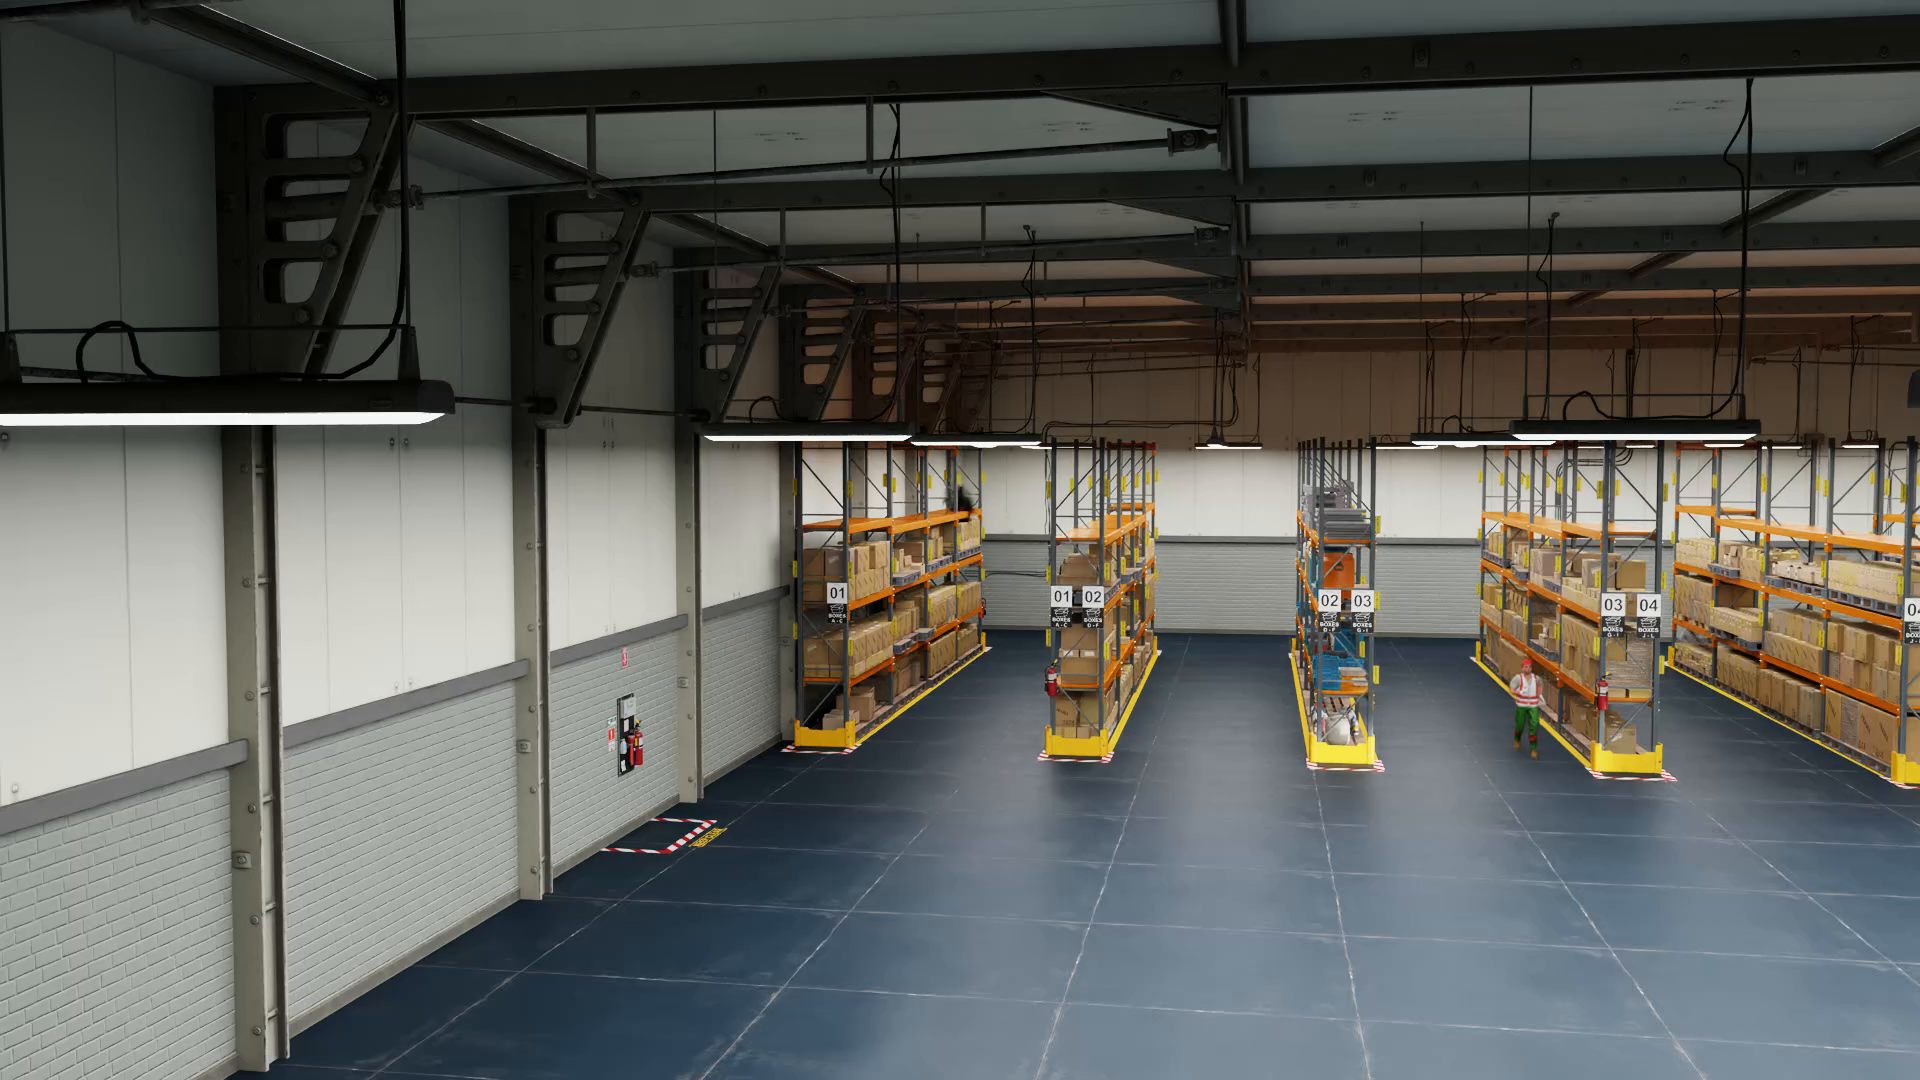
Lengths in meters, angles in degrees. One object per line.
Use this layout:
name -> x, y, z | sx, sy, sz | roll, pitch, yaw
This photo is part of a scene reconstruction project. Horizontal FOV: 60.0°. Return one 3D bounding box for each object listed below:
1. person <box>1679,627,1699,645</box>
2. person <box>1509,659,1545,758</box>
person -> 20.173, 2.482, 45.782 | 0.750, 1.746, 0.852 | 2, 3, 28
person -> 10.686, 3.144, 31.351 | 0.661, 1.790, 0.969 | 0, 3, 7
